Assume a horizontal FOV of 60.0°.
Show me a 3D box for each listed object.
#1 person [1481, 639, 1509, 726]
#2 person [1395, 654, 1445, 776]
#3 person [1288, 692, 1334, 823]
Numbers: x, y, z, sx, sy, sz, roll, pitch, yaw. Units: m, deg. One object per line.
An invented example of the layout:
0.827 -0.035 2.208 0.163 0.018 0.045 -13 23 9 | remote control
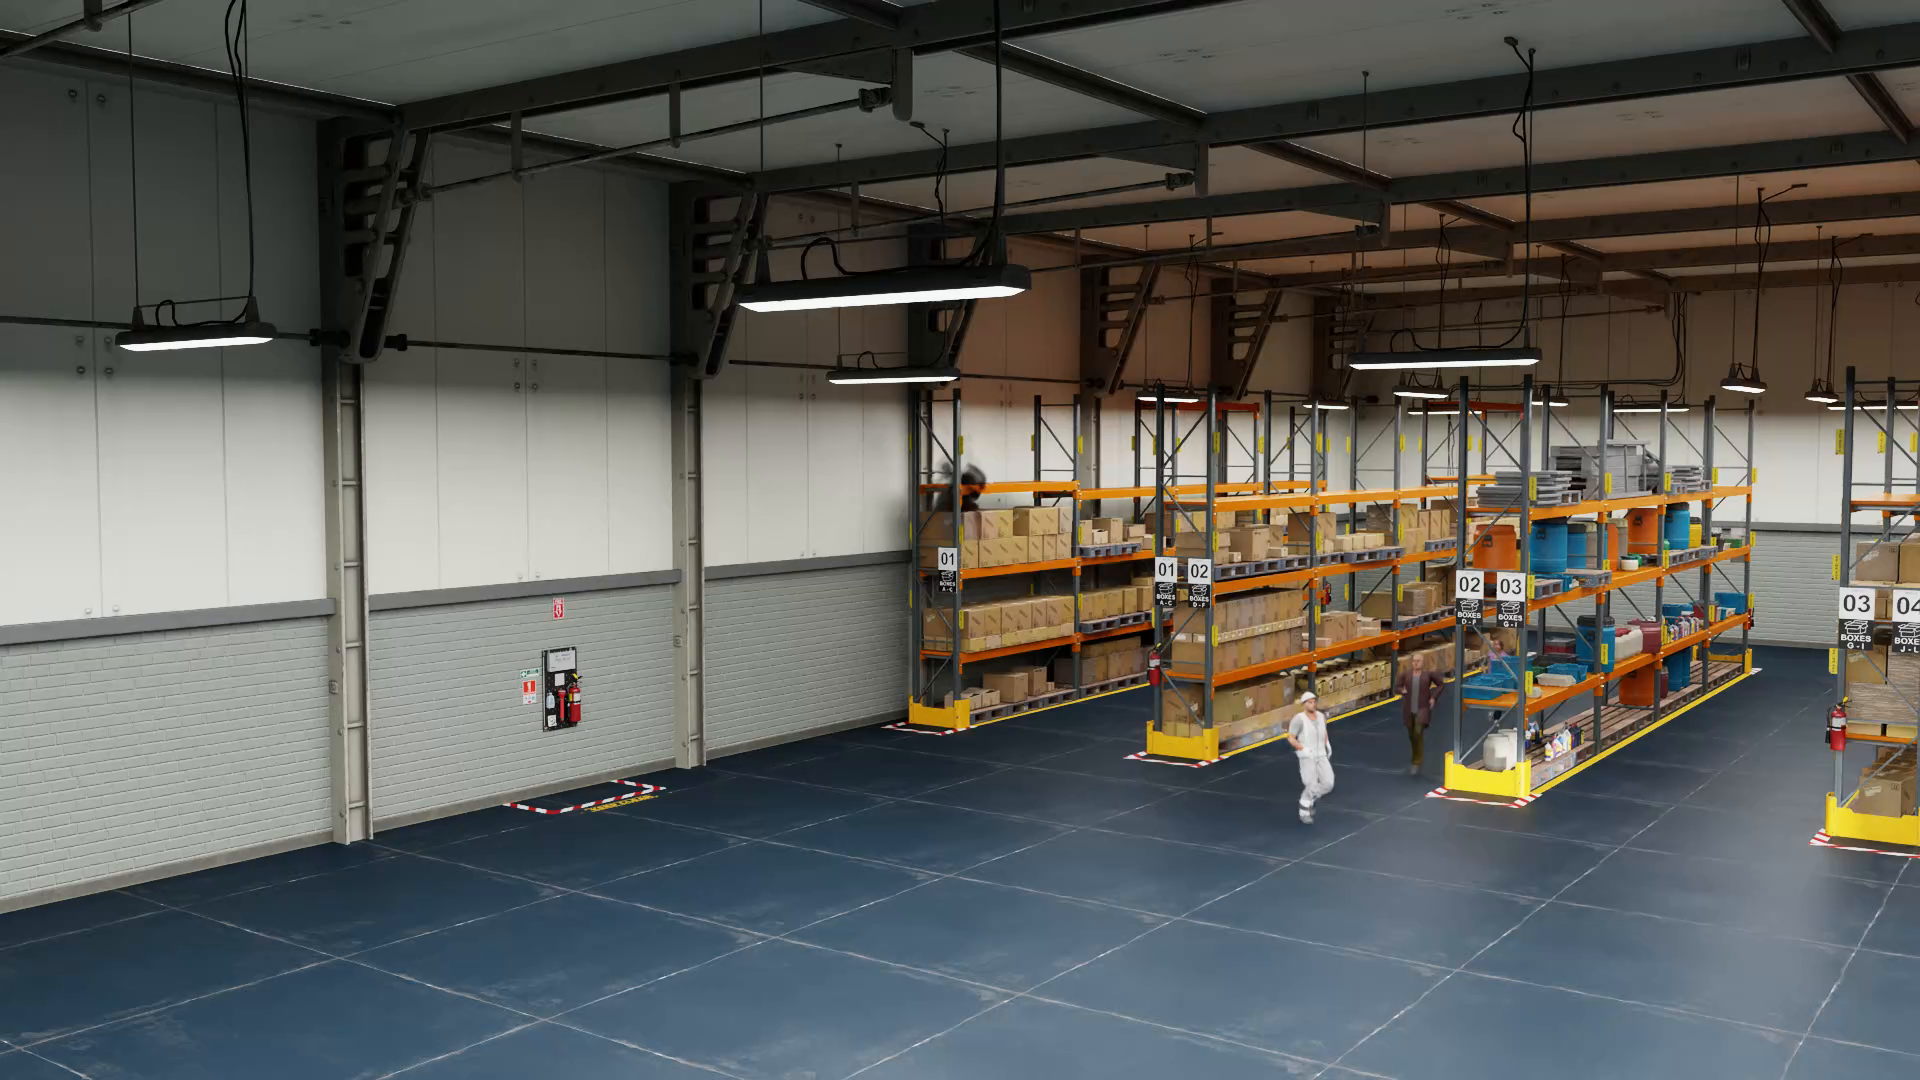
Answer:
9.515 2.534 29.545 0.522 1.559 0.549 1 3 21 | person
7.016 2.754 25.509 0.699 1.641 0.809 2 4 34 | person
4.674 2.877 21.966 0.669 1.742 0.519 -1 4 -23 | person
